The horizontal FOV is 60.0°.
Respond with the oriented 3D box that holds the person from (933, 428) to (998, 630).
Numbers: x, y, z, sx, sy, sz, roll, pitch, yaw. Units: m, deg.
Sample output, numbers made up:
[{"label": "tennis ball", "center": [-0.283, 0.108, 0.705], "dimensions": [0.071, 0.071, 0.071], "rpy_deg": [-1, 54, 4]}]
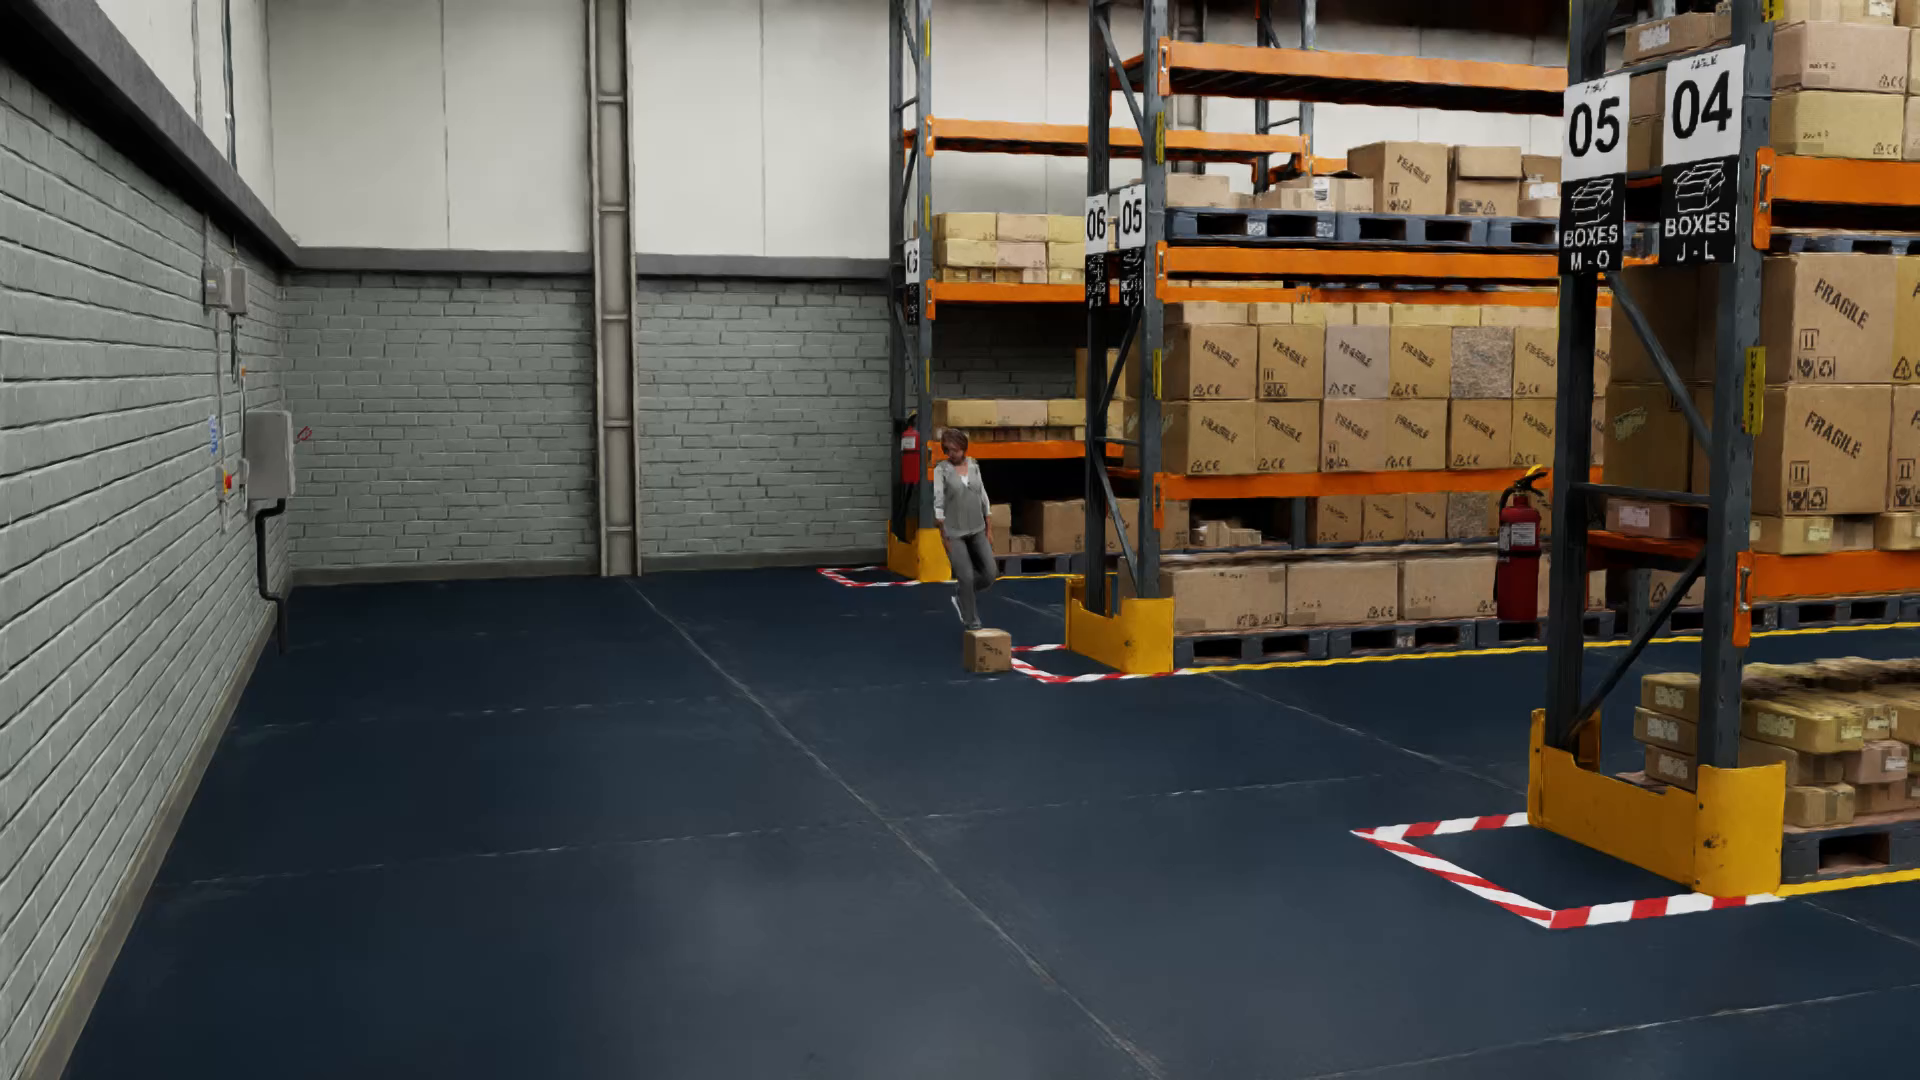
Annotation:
[{"label": "person", "center": [0.000, -0.037, 12.197], "dimensions": [0.463, 1.572, 0.544], "rpy_deg": [-3, 7, -30]}]
